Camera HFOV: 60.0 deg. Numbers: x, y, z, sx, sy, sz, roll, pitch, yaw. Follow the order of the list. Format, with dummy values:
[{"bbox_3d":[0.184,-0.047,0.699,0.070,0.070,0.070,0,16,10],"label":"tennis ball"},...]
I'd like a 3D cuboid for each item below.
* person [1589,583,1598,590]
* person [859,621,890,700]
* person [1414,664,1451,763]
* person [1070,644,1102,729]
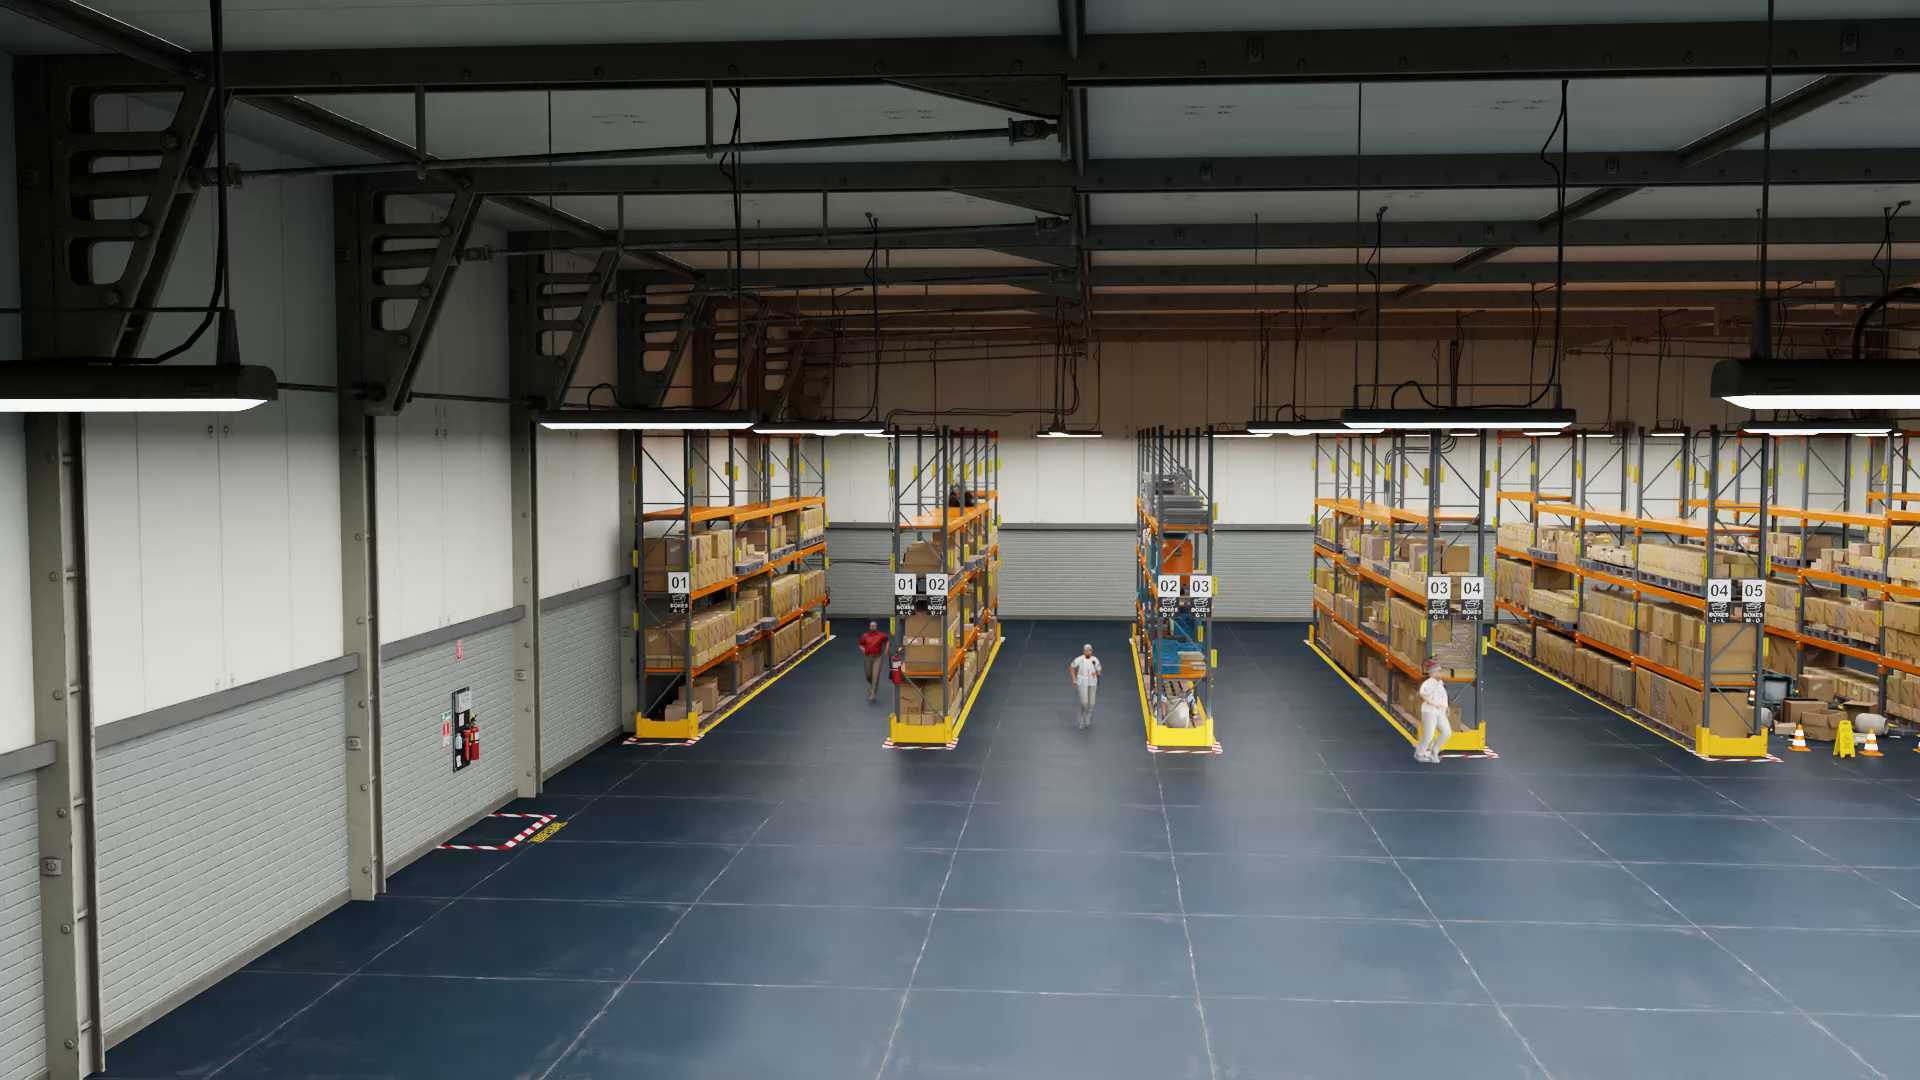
[{"bbox_3d":[18.127,2.065,47.349,0.907,1.663,0.588,0,3,8],"label":"person"},{"bbox_3d":[-1.907,2.654,36.870,0.678,1.693,0.992,0,3,5],"label":"person"},{"bbox_3d":[8.469,3.087,29.567,0.735,1.779,0.630,-2,4,-34],"label":"person"},{"bbox_3d":[2.524,2.914,33.041,0.578,1.689,0.692,-1,3,-11],"label":"person"}]
